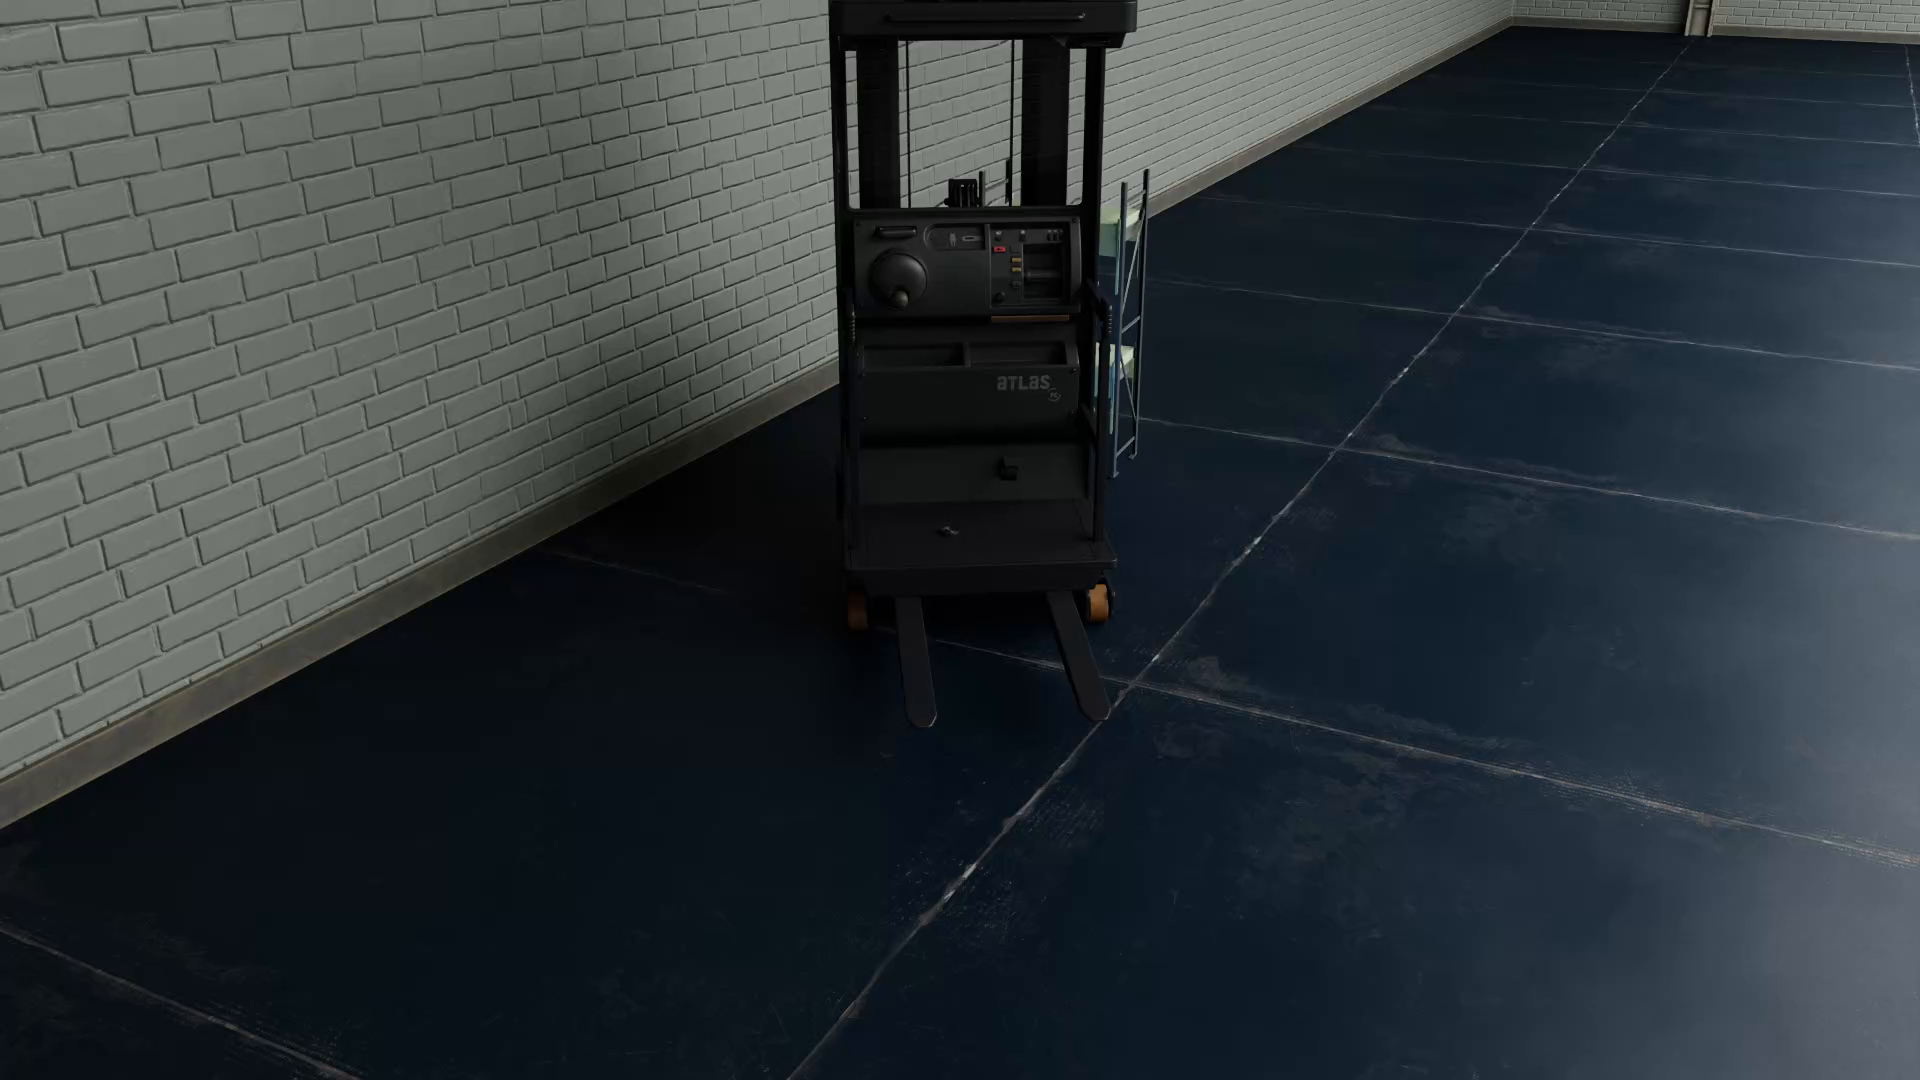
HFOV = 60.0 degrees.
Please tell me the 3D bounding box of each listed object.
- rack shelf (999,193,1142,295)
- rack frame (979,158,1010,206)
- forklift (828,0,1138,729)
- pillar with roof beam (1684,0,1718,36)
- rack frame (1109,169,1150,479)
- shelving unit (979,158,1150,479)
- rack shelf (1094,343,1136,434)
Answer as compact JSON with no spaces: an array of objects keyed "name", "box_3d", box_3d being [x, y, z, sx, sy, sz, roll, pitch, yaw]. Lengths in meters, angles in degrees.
[{"name":"rack shelf","box_3d":[0.516,-1.493,8.342,0.720,0.370,0.431,9,24,21]},{"name":"rack frame","box_3d":[0.177,-1.188,8.623,0.023,1.500,0.400,9,24,21]},{"name":"forklift","box_3d":[0.051,-1.106,6.605,1.130,2.935,3.031,-2,23,-4]},{"name":"pillar with roof beam","box_3d":[10.091,-10.875,21.823,0.400,9.000,9.100,11,25,25]},{"name":"rack frame","box_3d":[0.852,-1.077,8.363,0.023,1.500,0.400,9,24,21]},{"name":"shelving unit","box_3d":[0.515,-1.133,8.493,0.755,1.500,0.431,9,24,21]},{"name":"rack shelf","box_3d":[0.514,-0.832,8.619,0.720,0.370,0.431,9,24,21]}]
